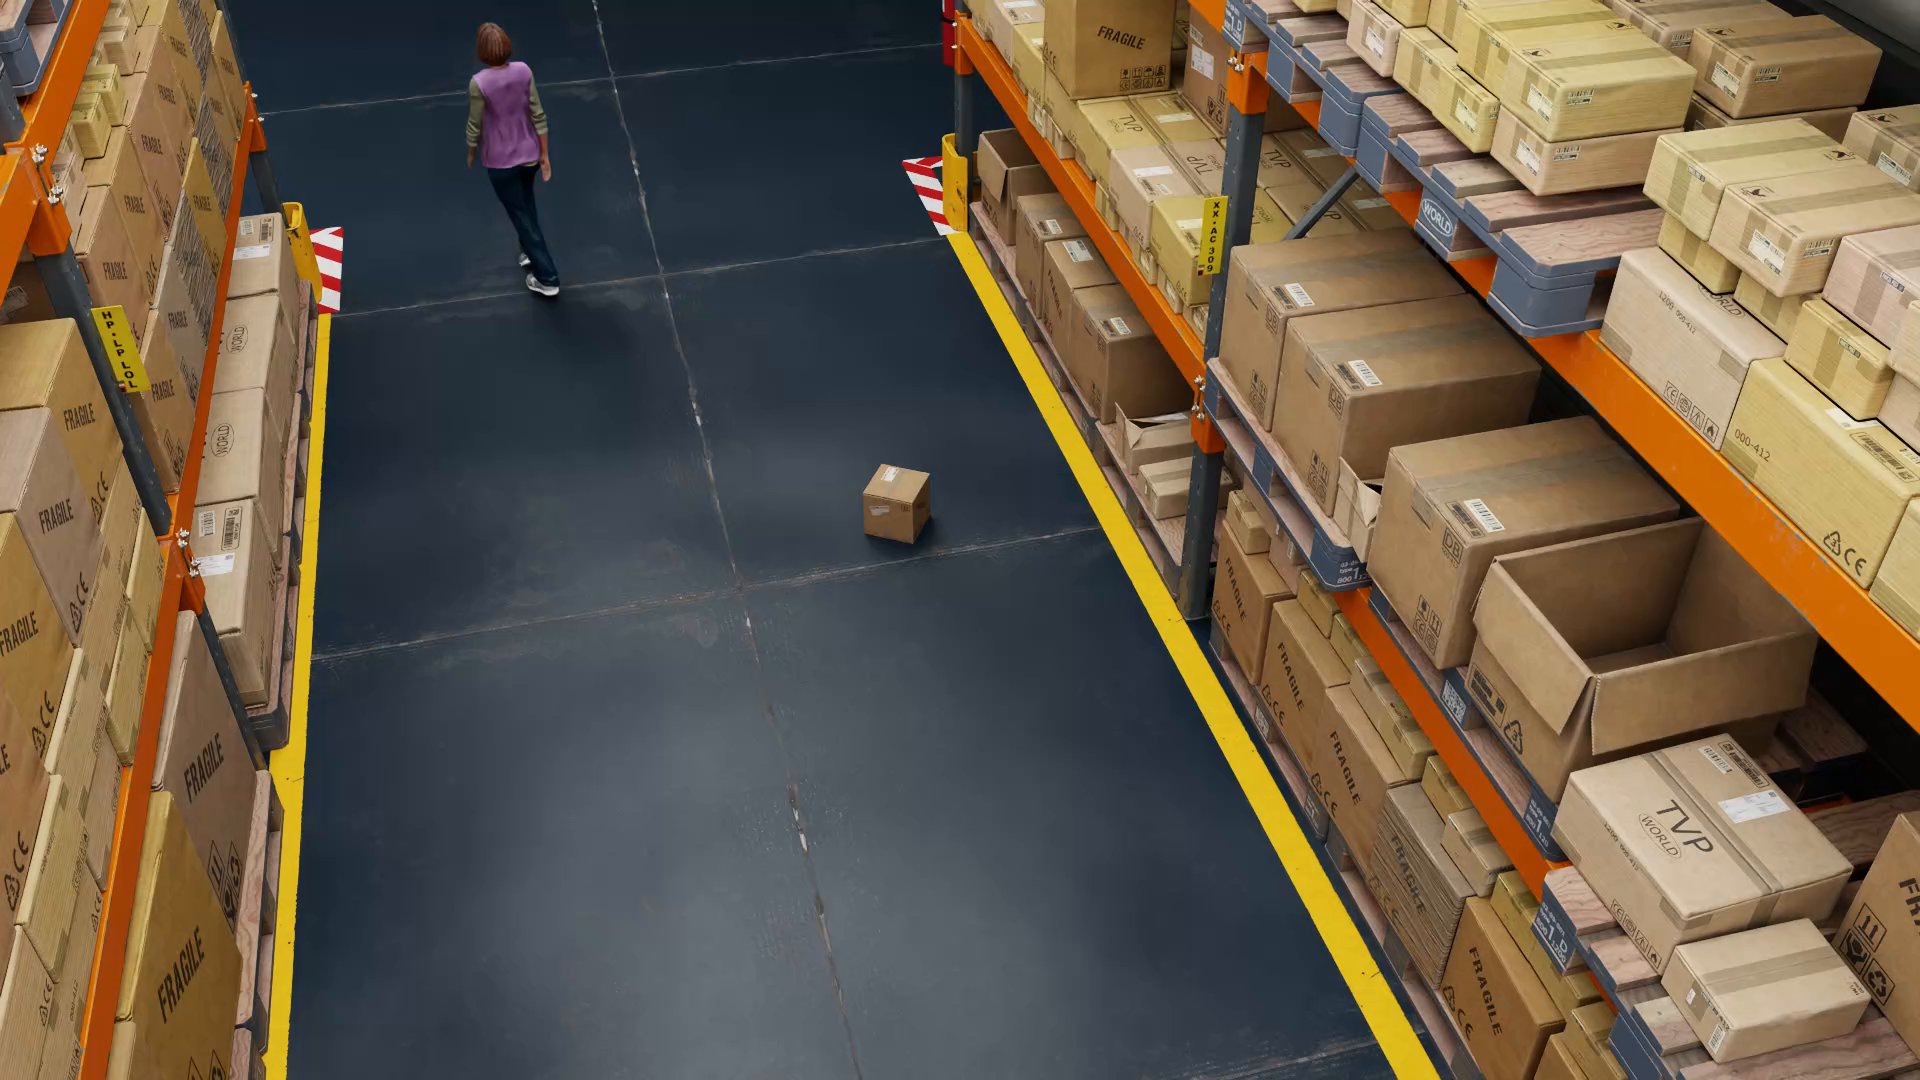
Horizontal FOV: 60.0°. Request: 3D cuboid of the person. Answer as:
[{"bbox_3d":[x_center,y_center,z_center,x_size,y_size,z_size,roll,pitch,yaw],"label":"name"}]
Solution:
[{"bbox_3d":[-2.554,-2.141,9.404,0.414,1.638,0.628,-30,48,-32],"label":"person"}]
